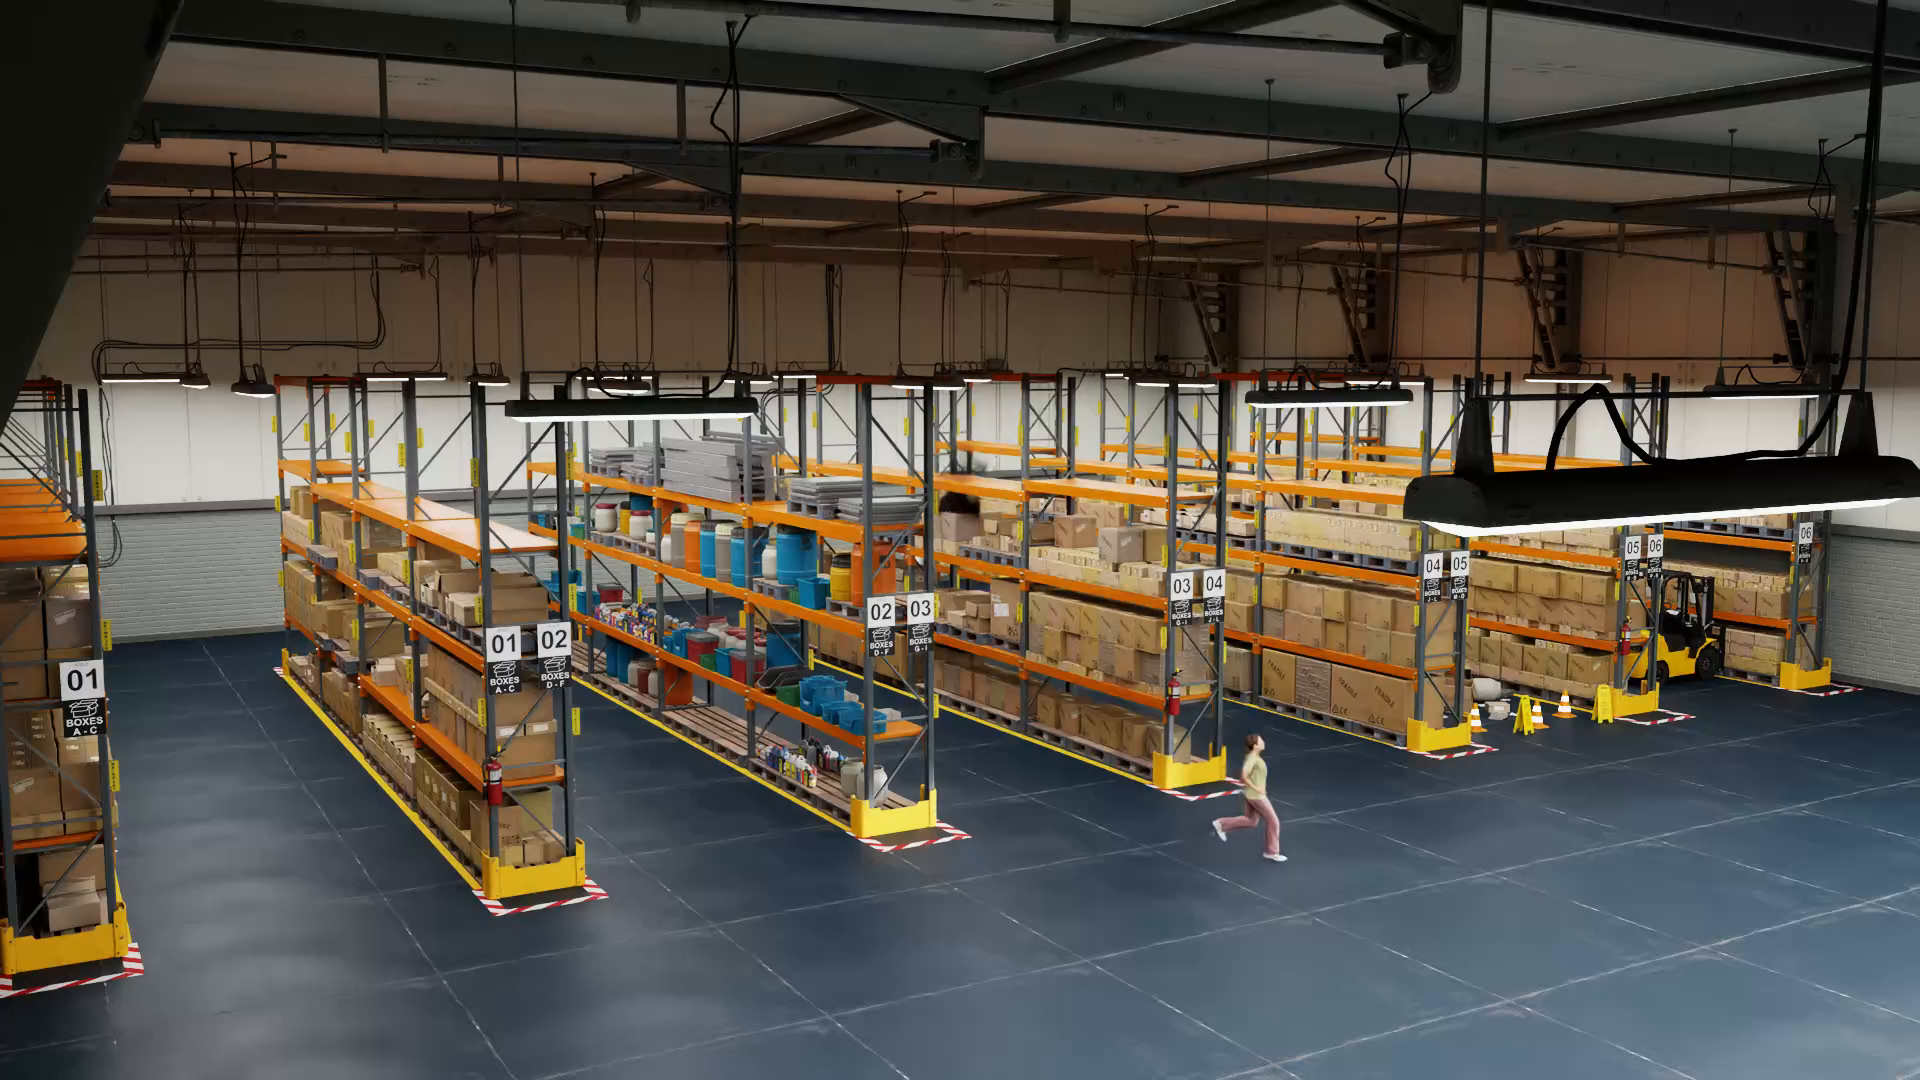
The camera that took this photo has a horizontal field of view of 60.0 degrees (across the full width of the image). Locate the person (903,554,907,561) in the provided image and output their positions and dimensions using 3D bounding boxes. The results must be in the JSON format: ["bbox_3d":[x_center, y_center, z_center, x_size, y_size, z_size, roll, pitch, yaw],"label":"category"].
[{"bbox_3d":[-1.247,1.138,39.310,0.661,1.810,0.803,-1,6,-11],"label":"person"}]

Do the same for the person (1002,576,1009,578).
[{"bbox_3d":[1.028,1.596,35.293,0.724,1.714,0.797,-3,7,-22],"label":"person"}]

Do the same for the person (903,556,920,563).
[{"bbox_3d":[-1.208,0.958,41.190,0.714,1.823,0.880,5,8,41],"label":"person"}]

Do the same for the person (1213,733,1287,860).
[{"bbox_3d":[3.677,3.247,21.008,0.943,1.649,0.566,0,6,-1],"label":"person"}]
